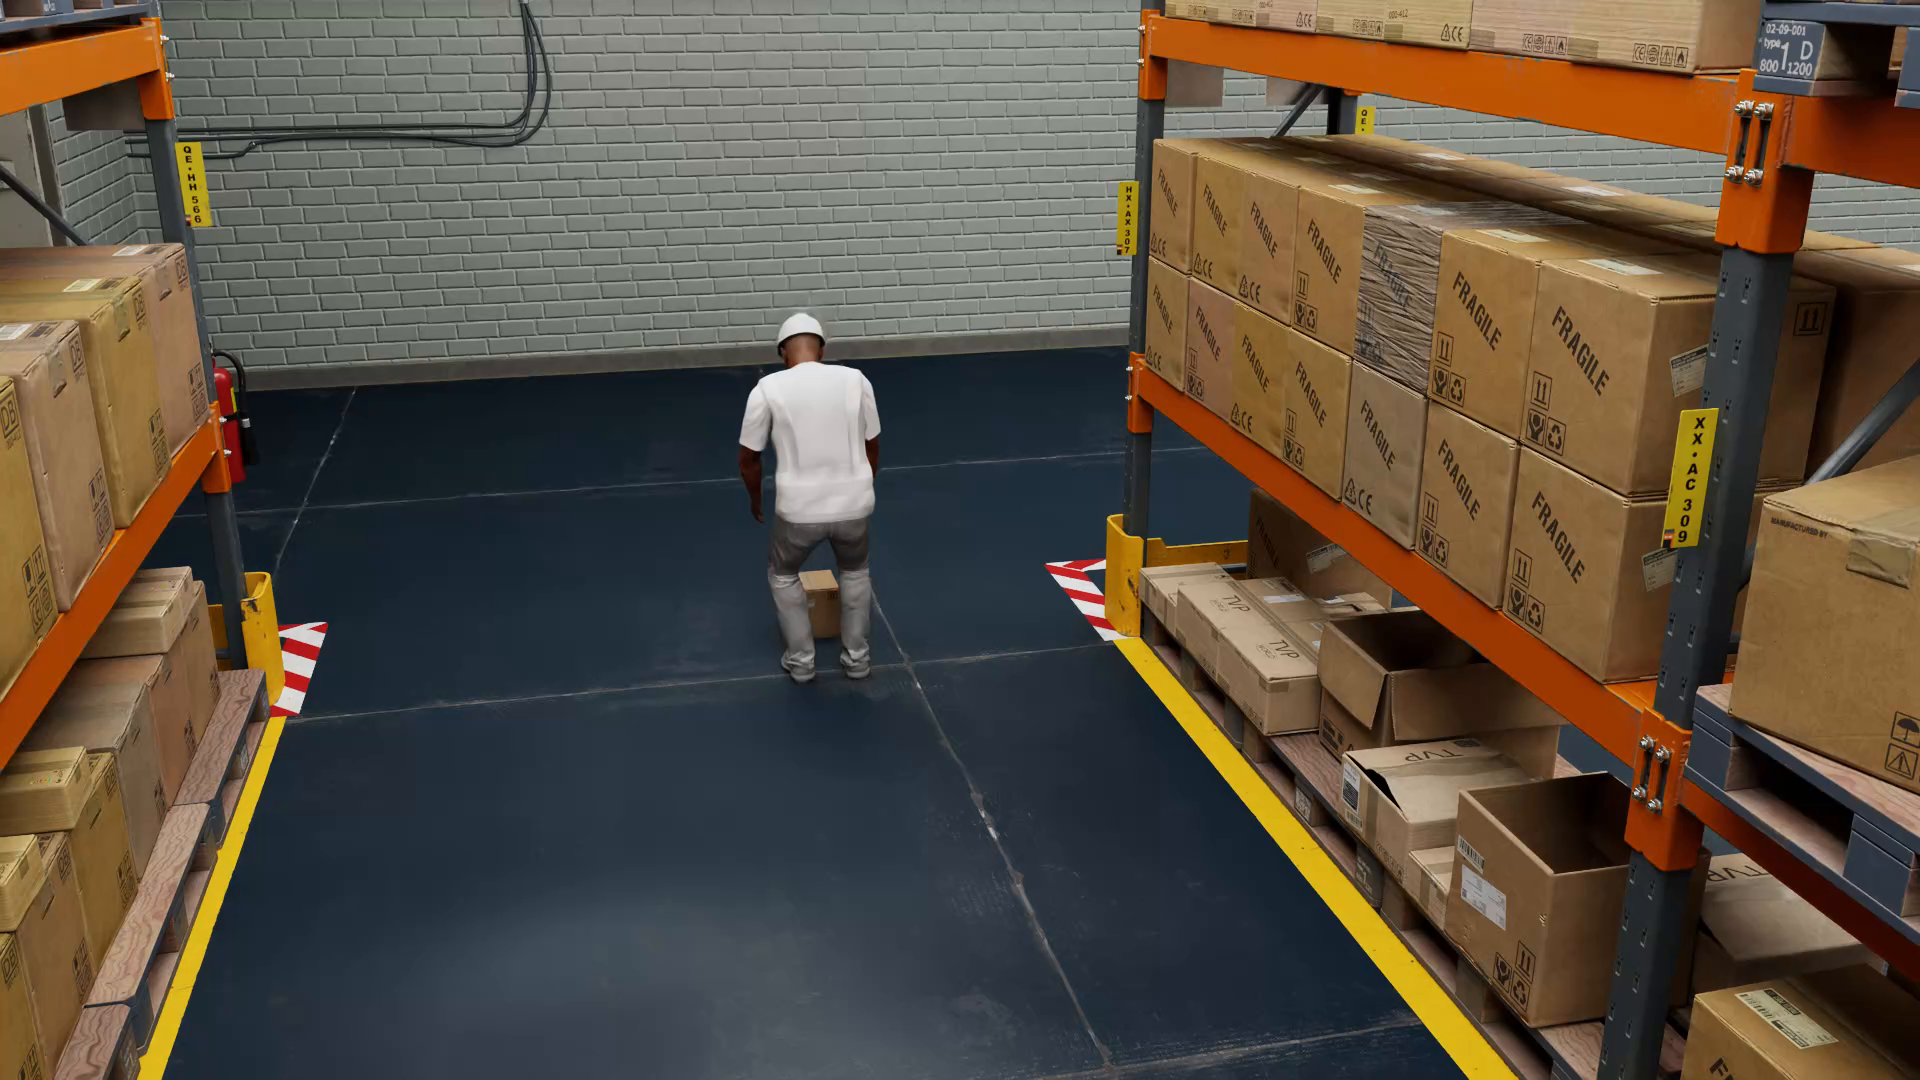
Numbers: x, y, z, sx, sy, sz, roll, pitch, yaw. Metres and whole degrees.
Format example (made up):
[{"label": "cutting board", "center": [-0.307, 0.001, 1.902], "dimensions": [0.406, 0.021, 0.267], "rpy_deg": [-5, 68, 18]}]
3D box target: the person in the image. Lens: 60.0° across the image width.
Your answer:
[{"label": "person", "center": [-0.646, -0.171, 7.282], "dimensions": [0.620, 1.591, 0.622], "rpy_deg": [-4, 20, -12]}]
